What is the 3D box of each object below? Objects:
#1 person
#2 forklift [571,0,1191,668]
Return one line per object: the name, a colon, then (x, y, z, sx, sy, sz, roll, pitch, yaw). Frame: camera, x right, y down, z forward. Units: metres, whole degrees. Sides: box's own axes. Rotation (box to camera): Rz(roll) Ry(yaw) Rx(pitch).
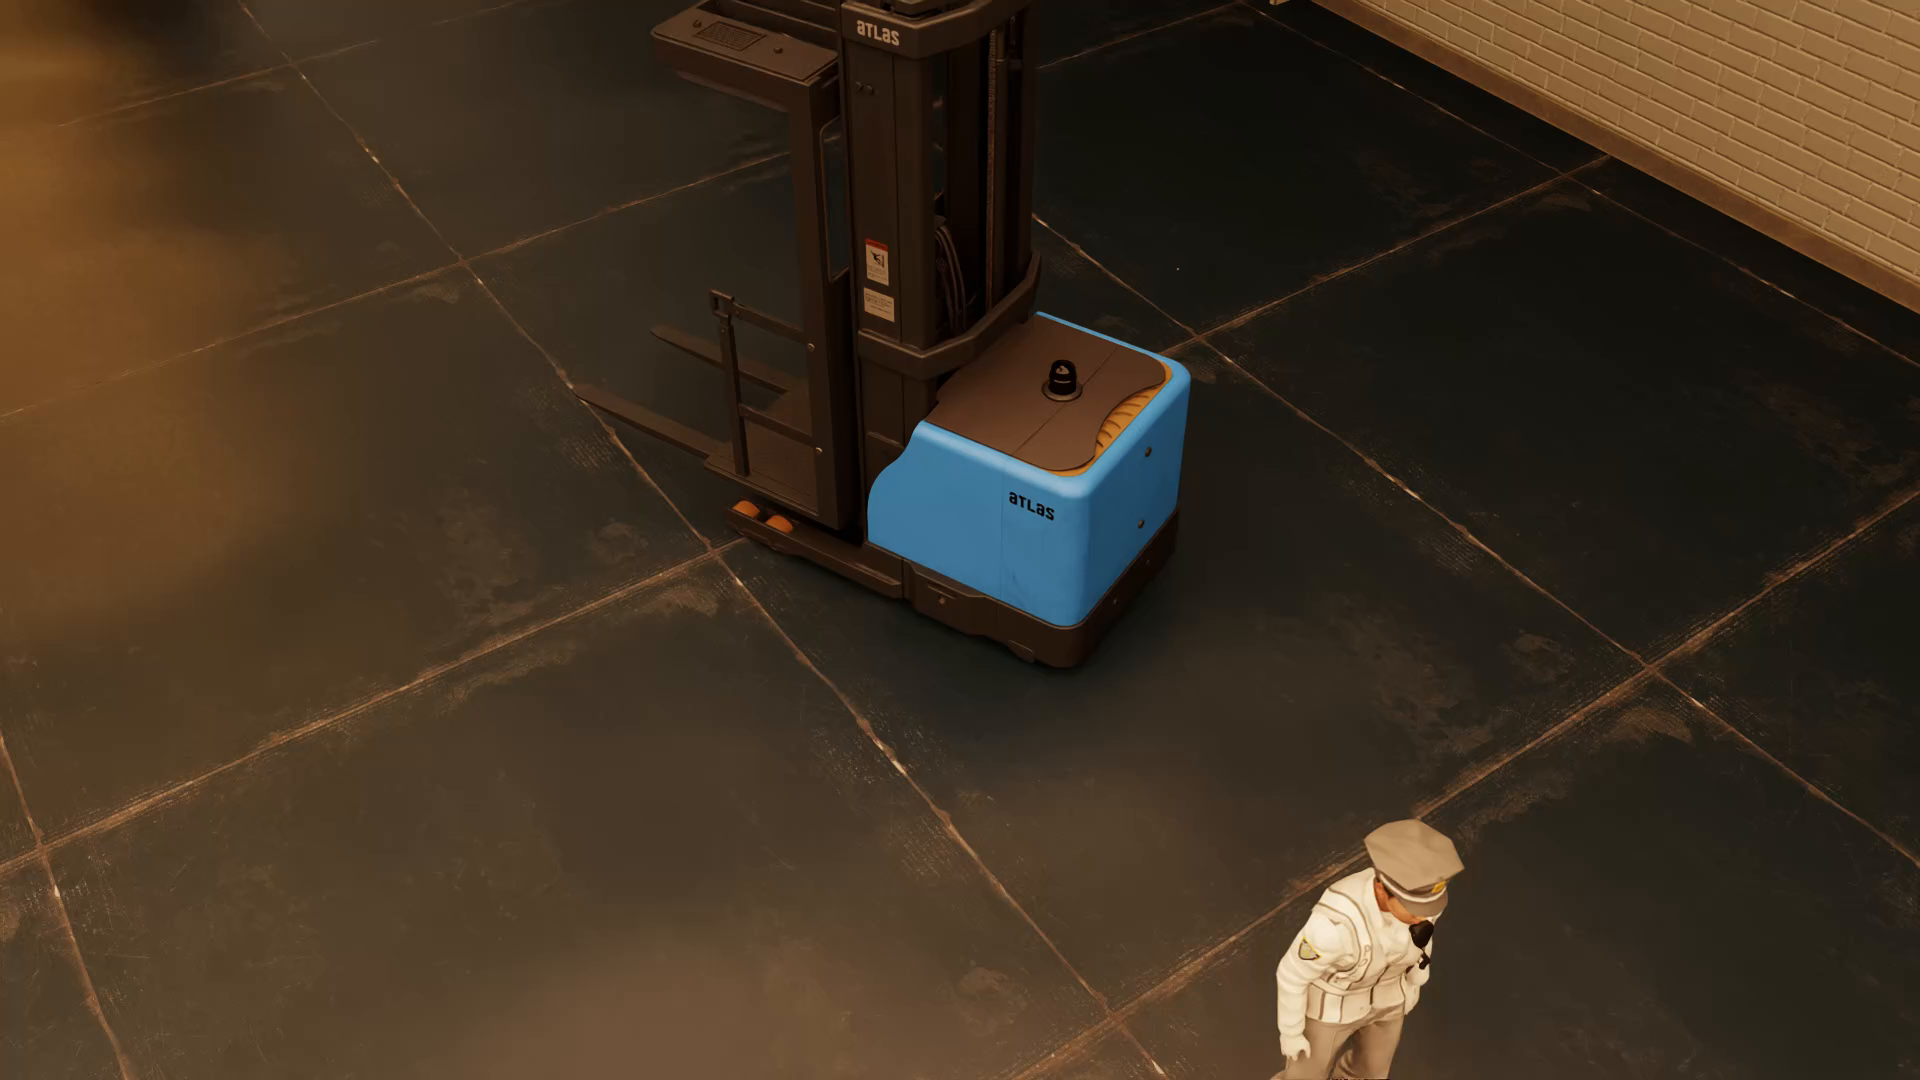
person: (1.205, 1.424, 5.112, 0.531, 1.665, 0.371, -15, 45, -16)
forklift: (-0.511, -1.302, 7.129, 3.031, 2.935, 1.130, 24, 48, 24)
